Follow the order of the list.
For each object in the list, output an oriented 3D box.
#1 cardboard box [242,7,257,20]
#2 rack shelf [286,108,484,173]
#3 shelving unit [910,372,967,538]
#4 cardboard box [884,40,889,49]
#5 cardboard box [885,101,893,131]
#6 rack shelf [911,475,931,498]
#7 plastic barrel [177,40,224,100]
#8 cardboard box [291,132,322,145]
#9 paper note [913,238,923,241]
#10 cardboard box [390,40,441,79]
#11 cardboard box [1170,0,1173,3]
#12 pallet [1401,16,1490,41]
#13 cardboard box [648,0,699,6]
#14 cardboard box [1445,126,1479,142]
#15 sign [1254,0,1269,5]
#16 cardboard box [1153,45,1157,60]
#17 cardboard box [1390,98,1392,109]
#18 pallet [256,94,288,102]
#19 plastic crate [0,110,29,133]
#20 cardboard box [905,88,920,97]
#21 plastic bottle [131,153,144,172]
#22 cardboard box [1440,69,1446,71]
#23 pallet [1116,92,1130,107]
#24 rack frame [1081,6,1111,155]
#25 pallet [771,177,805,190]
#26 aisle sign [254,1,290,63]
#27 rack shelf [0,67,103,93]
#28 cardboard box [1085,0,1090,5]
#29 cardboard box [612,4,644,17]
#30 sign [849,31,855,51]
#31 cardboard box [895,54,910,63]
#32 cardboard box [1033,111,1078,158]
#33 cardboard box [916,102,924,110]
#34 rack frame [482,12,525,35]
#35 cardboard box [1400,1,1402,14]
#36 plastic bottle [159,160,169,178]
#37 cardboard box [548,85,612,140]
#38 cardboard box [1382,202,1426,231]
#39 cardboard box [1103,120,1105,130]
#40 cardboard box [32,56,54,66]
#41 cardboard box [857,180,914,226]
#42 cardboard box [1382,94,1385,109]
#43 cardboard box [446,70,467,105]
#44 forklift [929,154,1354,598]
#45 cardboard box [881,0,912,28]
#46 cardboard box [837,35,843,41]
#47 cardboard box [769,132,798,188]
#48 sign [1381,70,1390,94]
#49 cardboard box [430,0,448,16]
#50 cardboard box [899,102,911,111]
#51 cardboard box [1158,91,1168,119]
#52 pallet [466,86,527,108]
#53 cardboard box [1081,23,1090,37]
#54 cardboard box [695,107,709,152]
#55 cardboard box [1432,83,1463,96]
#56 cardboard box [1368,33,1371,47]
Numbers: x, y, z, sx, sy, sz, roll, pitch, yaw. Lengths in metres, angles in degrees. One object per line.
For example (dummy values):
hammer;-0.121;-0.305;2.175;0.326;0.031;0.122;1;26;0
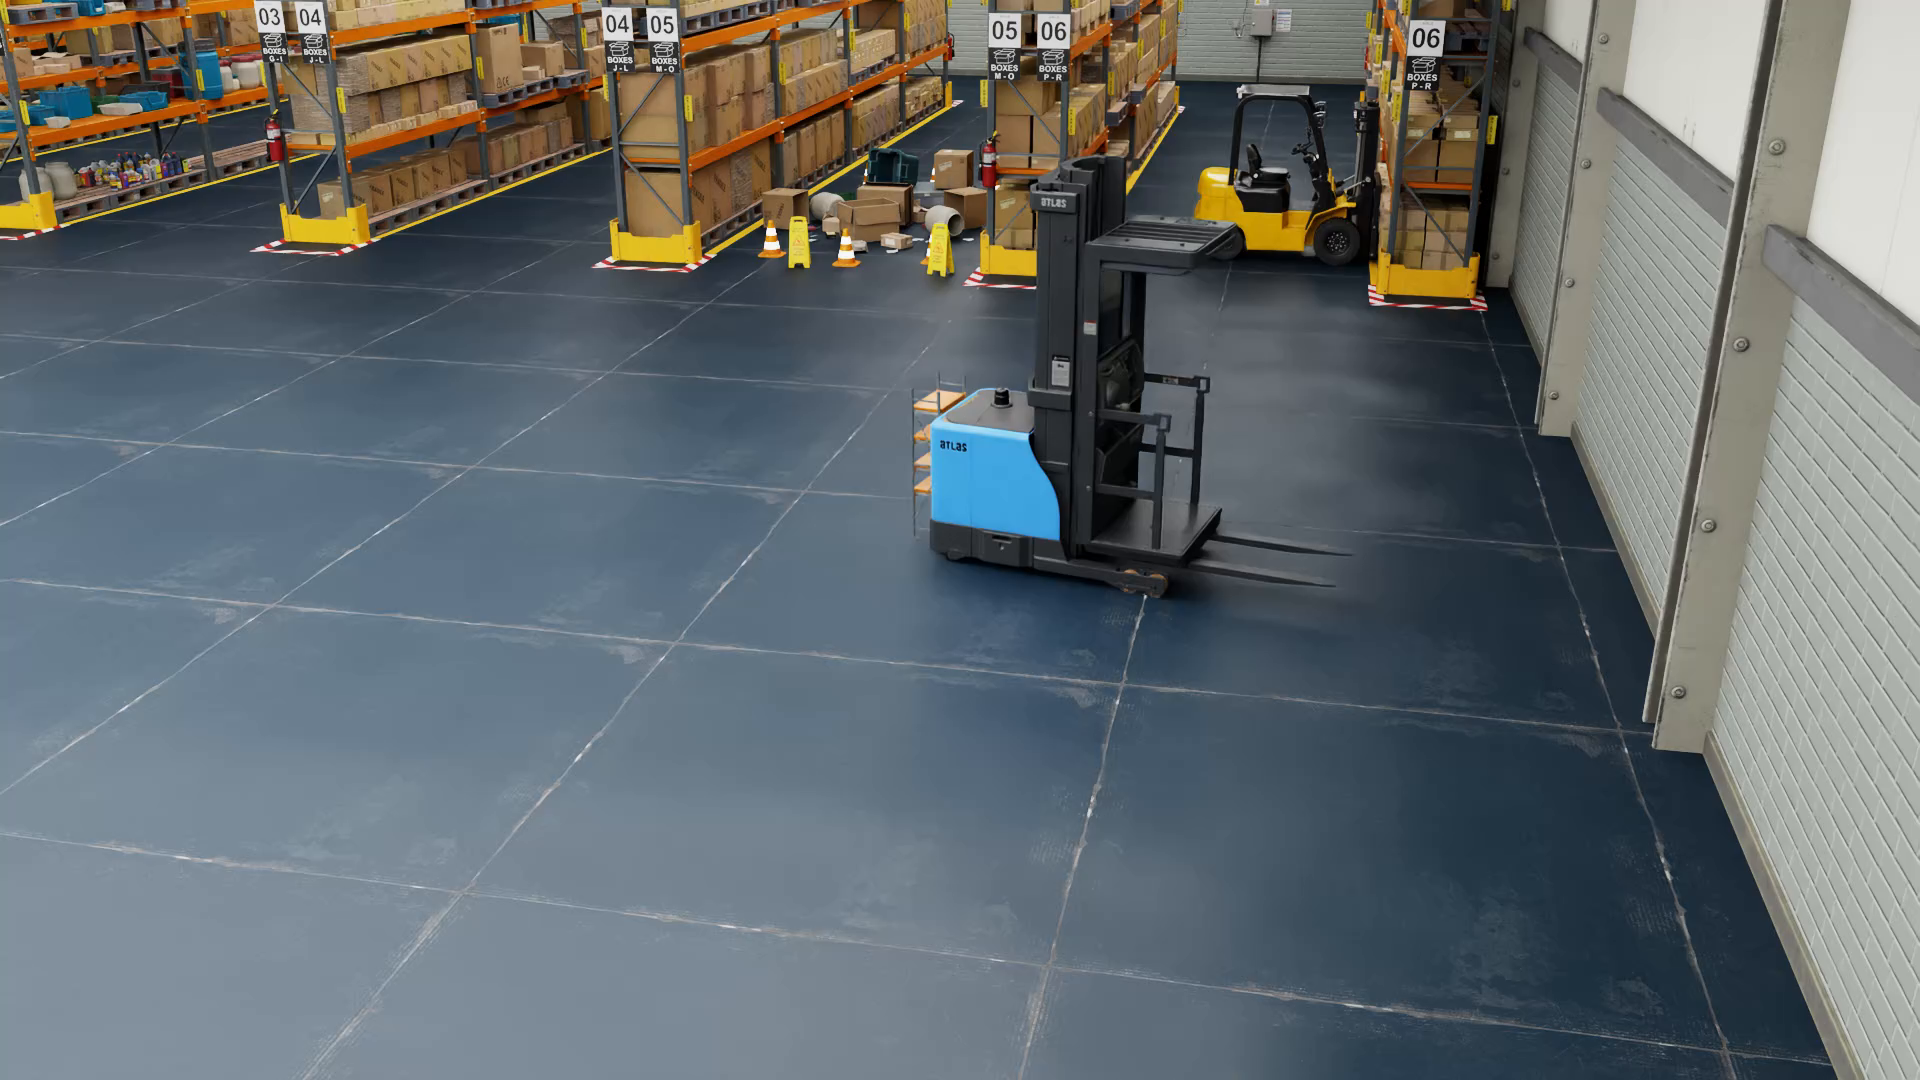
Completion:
cardboard box;-15.632;-11.552;36.050;0.500;0.500;0.500;4;22;9
rack shelf;-8.452;-5.955;24.587;1.077;0.370;4.000;4;22;11
shelving unit;-0.162;-0.645;12.848;0.258;1.200;0.503;9;24;22
cardboard box;-1.570;-9.399;31.553;0.380;0.149;0.250;5;23;13
cardboard box;-1.586;-8.088;31.706;0.500;0.500;0.500;4;22;10
rack shelf;-0.161;-0.398;12.947;0.258;0.148;0.480;9;24;22
plastic barrel;-12.517;-7.748;27.406;0.600;0.901;0.708;4;22;11
cardboard box;-9.004;-5.560;22.981;0.380;0.149;0.250;4;22;11
paper note;-0.594;-4.216;23.296;0.148;0.019;0.142;13;25;29
cardboard box;-8.070;-7.117;24.639;0.500;0.500;0.500;4;22;11
cardboard box;4.139;-11.033;33.893;0.380;0.149;0.250;5;22;12
pallet;6.118;-6.479;21.029;1.003;0.211;1.213;4;22;11
cardboard box;-3.675;-7.000;21.310;0.500;0.250;0.500;4;22;11
cardboard box;6.025;-4.876;19.944;0.380;0.149;0.250;4;22;10
sign;7.249;-12.967;39.929;0.339;0.242;0.001;4;22;11
cardboard box;3.343;-8.989;30.691;0.500;0.250;0.500;5;22;12
cardboard box;5.995;-5.861;22.390;0.380;0.149;0.250;5;22;12
pallet;-15.721;-10.107;37.668;1.003;0.211;1.213;4;22;11
plastic crate;-13.900;-6.072;24.113;0.499;0.251;0.616;4;22;11
cardboard box;-1.023;-9.166;34.054;0.380;0.149;0.250;5;22;12
plastic bottle;-13.322;-6.098;26.937;0.144;0.351;0.185;4;22;11
cardboard box;7.298;-7.184;25.675;0.380;0.149;0.250;4;22;11
pallet;2.110;-6.911;26.256;1.003;0.211;1.213;4;22;11
rack frame;1.658;-6.265;24.393;1.000;3.000;0.127;4;22;11
pallet;-3.125;-5.599;26.474;1.003;0.211;1.213;4;22;11
aisle sign;-9.166;-6.763;22.151;0.394;0.787;0.004;4;22;11
rack shelf;-17.333;-8.174;30.098;1.077;0.370;4.000;4;22;11
cardboard box;1.475;-7.014;21.508;0.380;0.149;0.250;5;22;12
cardboard box;-4.289;-6.805;21.361;0.380;0.149;0.250;4;22;11
sign;-1.849;-8.564;28.552;0.100;0.325;0.005;4;22;11
cardboard box;-1.198;-9.493;32.745;0.380;0.149;0.250;5;23;13
cardboard box;1.210;-5.138;21.064;0.500;0.500;0.500;4;22;10
cardboard box;-0.963;-8.989;34.413;0.380;0.149;0.250;4;22;9
rack frame;-10.444;-11.786;38.103;1.000;3.000;0.127;4;22;11
cardboard box;5.972;-6.981;21.798;0.380;0.149;0.250;5;23;13
plastic bottle;-12.773;-5.951;26.662;0.061;0.283;0.133;6;23;14
cardboard box;-7.066;-7.943;30.842;1.225;0.875;0.875;3;22;8
cardboard box;5.490;-4.000;20.550;0.500;0.250;0.500;5;23;13
cardboard box;1.891;-6.007;24.090;0.380;0.149;0.250;4;22;10
cardboard box;-17.297;-8.886;31.021;0.500;0.311;0.500;4;22;10
cardboard box;-1.096;-4.885;24.127;0.797;0.637;0.503;4;22;11
cardboard box;6.465;-6.438;24.354;0.500;0.250;0.500;4;22;10
cardboard box;-8.196;-7.044;25.798;0.875;0.500;0.500;4;22;11
forklift;1.335;-1.175;11.848;3.031;2.935;1.130;9;24;22
cardboard box;-1.246;-10.325;32.605;0.500;0.500;0.500;5;22;12
cardboard box;-2.370;-9.303;30.915;0.380;0.149;0.250;5;23;13
cardboard box;-3.170;-5.990;26.161;1.050;0.750;0.750;4;22;11
sign;5.984;-6.426;23.349;0.100;0.325;0.005;4;22;11
cardboard box;-7.998;-7.965;24.801;0.500;0.250;0.500;5;22;12
cardboard box;-1.189;-8.649;33.170;0.380;0.149;0.250;5;23;13
cardboard box;3.705;-8.745;33.421;0.875;0.438;0.875;4;22;9
pallet;-7.745;-7.199;26.971;1.003;0.211;1.213;4;22;11
cardboard box;1.487;-6.646;21.661;0.380;0.149;0.250;5;22;12
cardboard box;-3.903;-5.554;22.427;0.875;0.550;0.550;4;22;11
cardboard box;6.657;-6.144;22.694;0.380;0.149;0.250;4;22;9
cardboard box;8.610;-10.199;33.965;0.500;0.250;0.500;5;22;11
